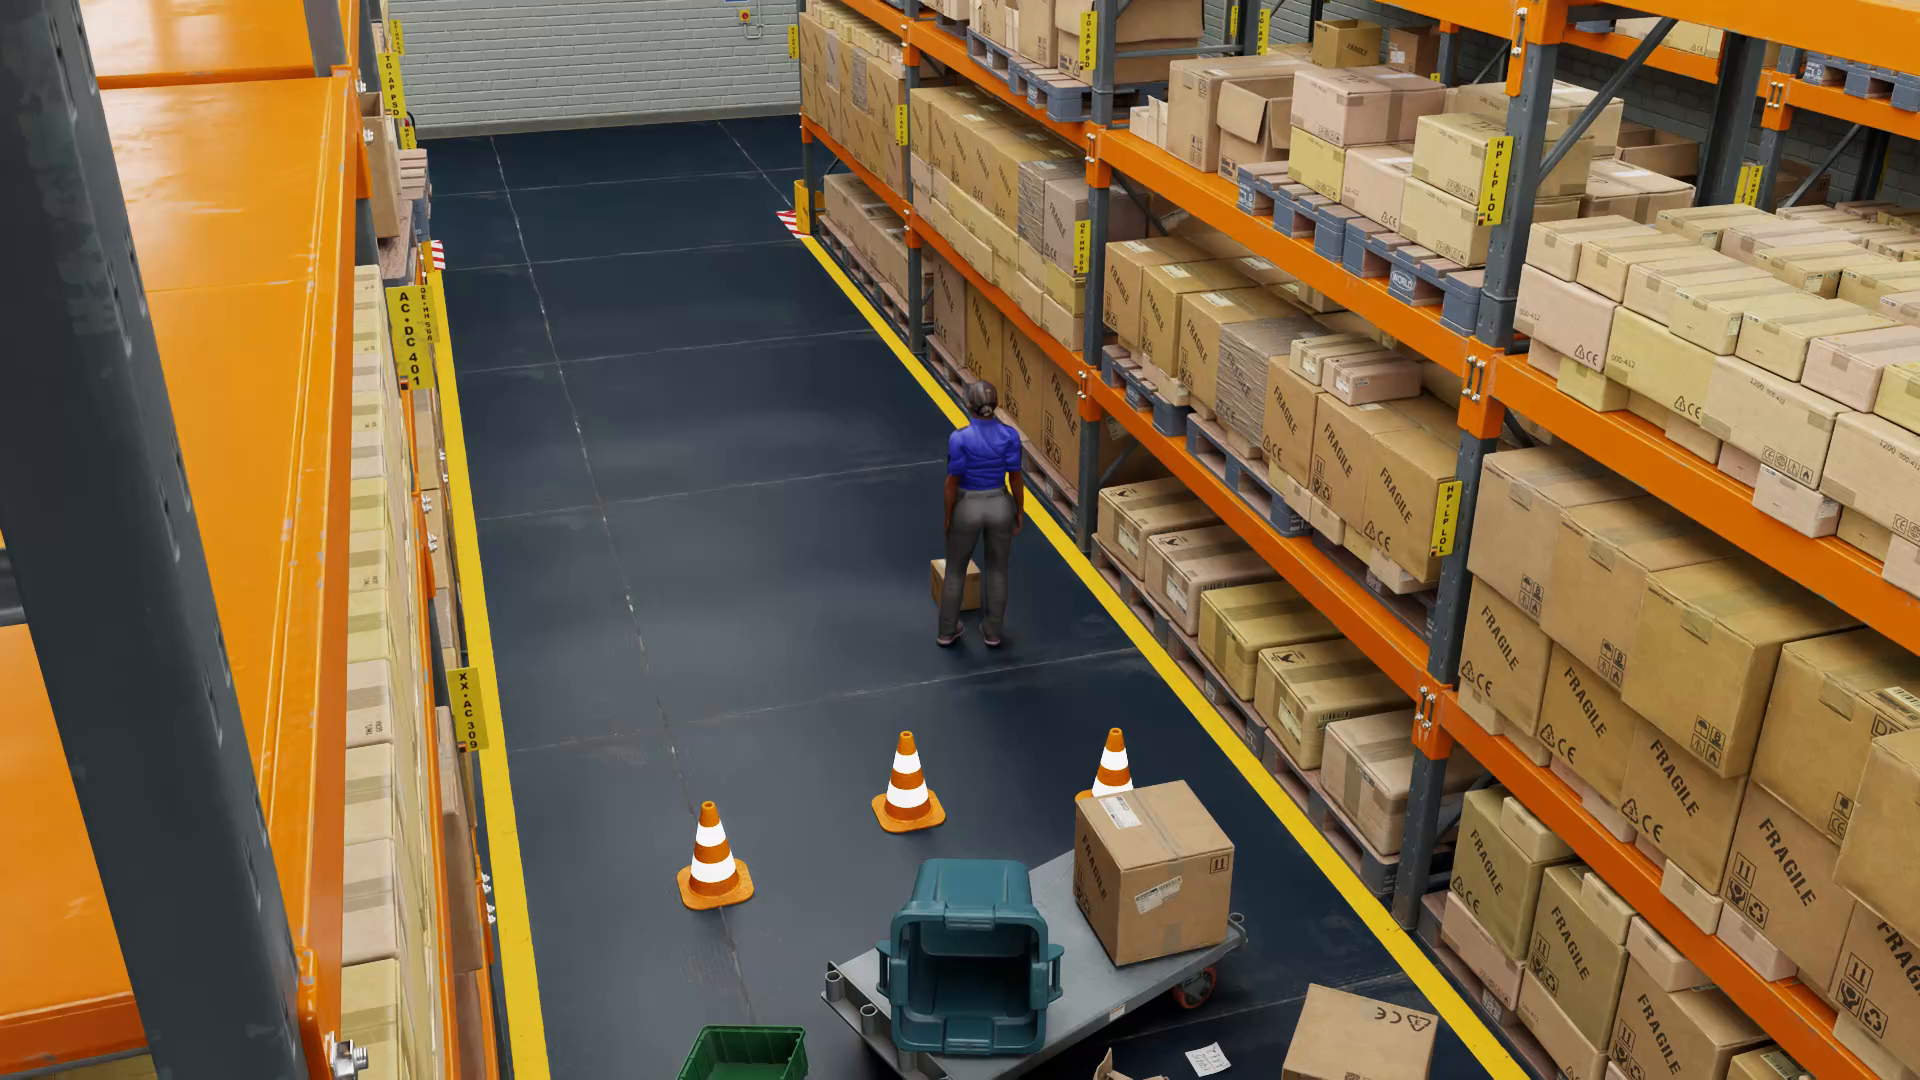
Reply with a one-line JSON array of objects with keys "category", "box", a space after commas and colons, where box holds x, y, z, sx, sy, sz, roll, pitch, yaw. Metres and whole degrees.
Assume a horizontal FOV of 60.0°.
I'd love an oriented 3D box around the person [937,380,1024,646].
[{"category": "person", "box": [0.109, -0.152, 9.649, 0.514, 1.667, 0.348, -5, 27, -9]}]
